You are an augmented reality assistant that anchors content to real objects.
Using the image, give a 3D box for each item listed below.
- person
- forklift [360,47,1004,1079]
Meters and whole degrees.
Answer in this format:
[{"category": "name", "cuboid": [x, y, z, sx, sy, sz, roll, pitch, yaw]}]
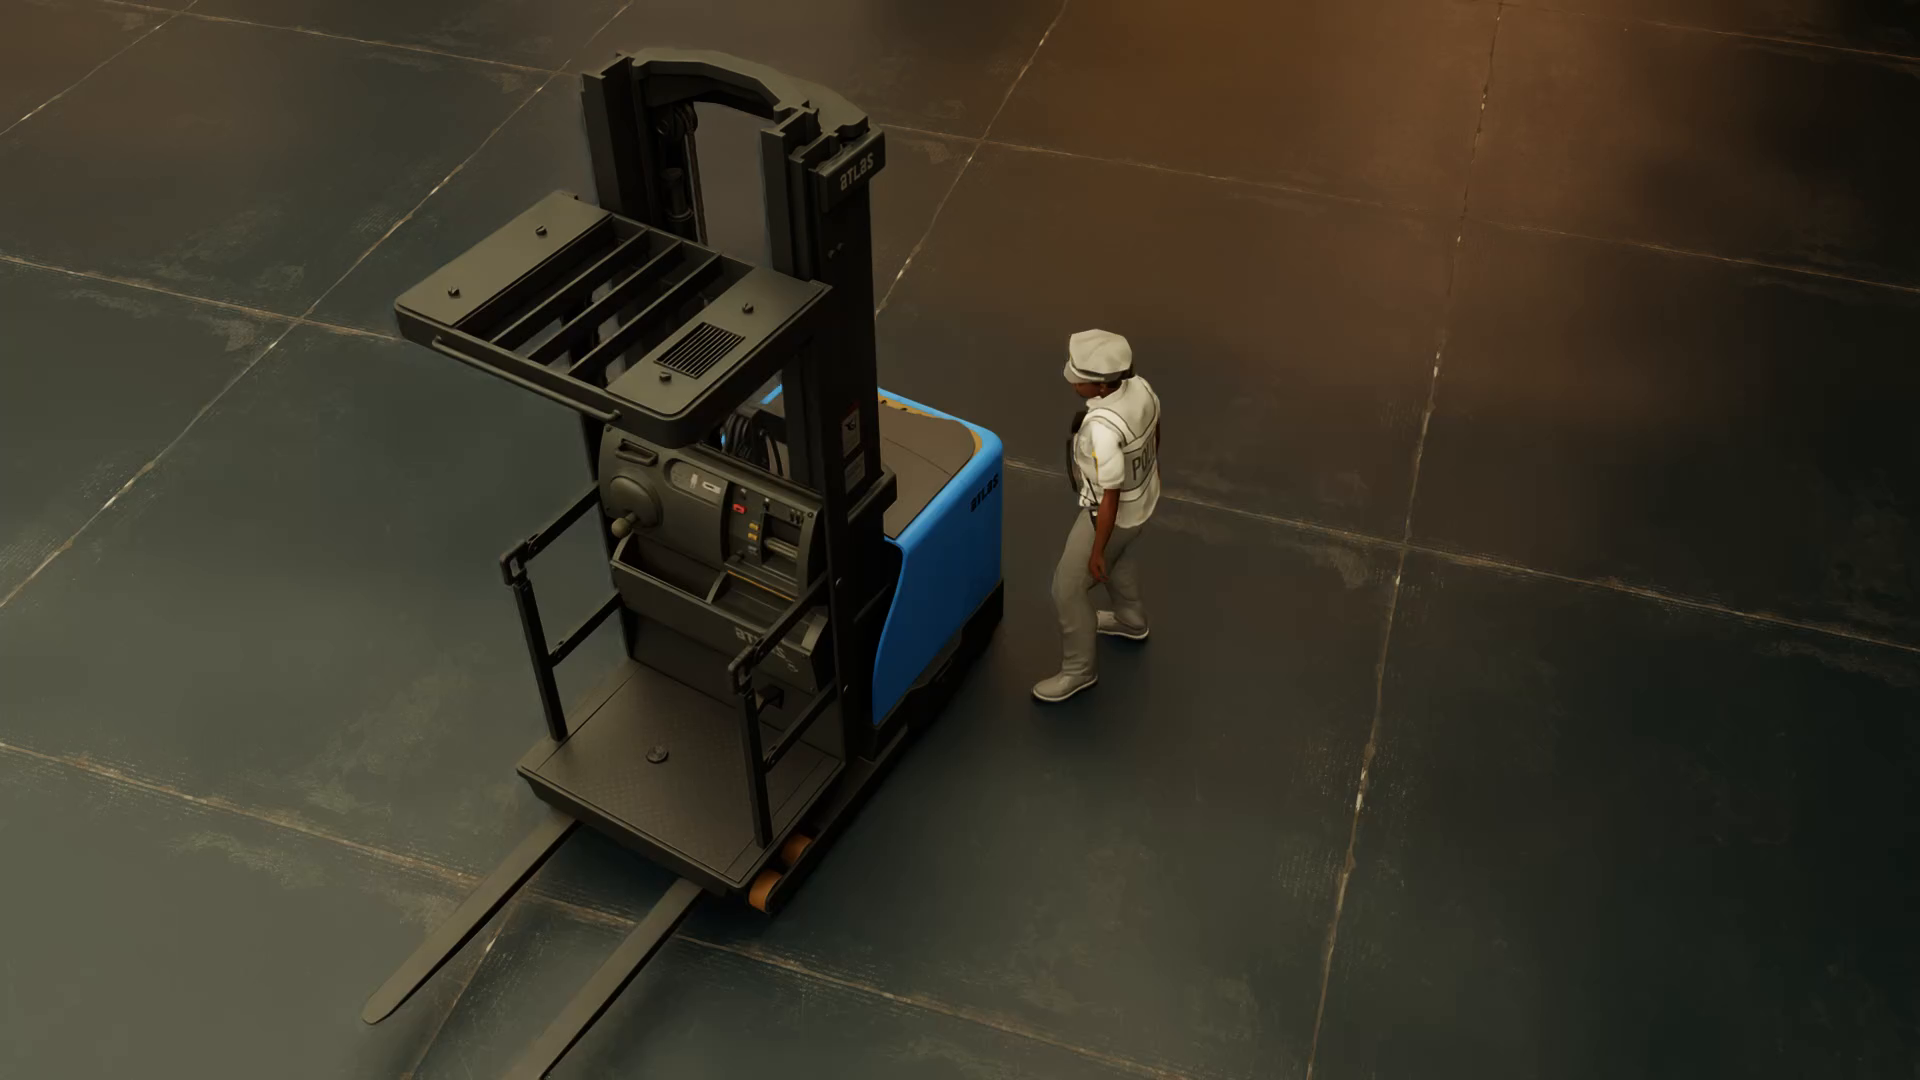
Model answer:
[{"category": "person", "cuboid": [0.594, -0.120, 6.785, 0.404, 1.632, 0.793, 15, 45, 15]}, {"category": "forklift", "cuboid": [-1.003, -0.025, 5.716, 1.130, 2.935, 3.031, 22, 47, 22]}]
